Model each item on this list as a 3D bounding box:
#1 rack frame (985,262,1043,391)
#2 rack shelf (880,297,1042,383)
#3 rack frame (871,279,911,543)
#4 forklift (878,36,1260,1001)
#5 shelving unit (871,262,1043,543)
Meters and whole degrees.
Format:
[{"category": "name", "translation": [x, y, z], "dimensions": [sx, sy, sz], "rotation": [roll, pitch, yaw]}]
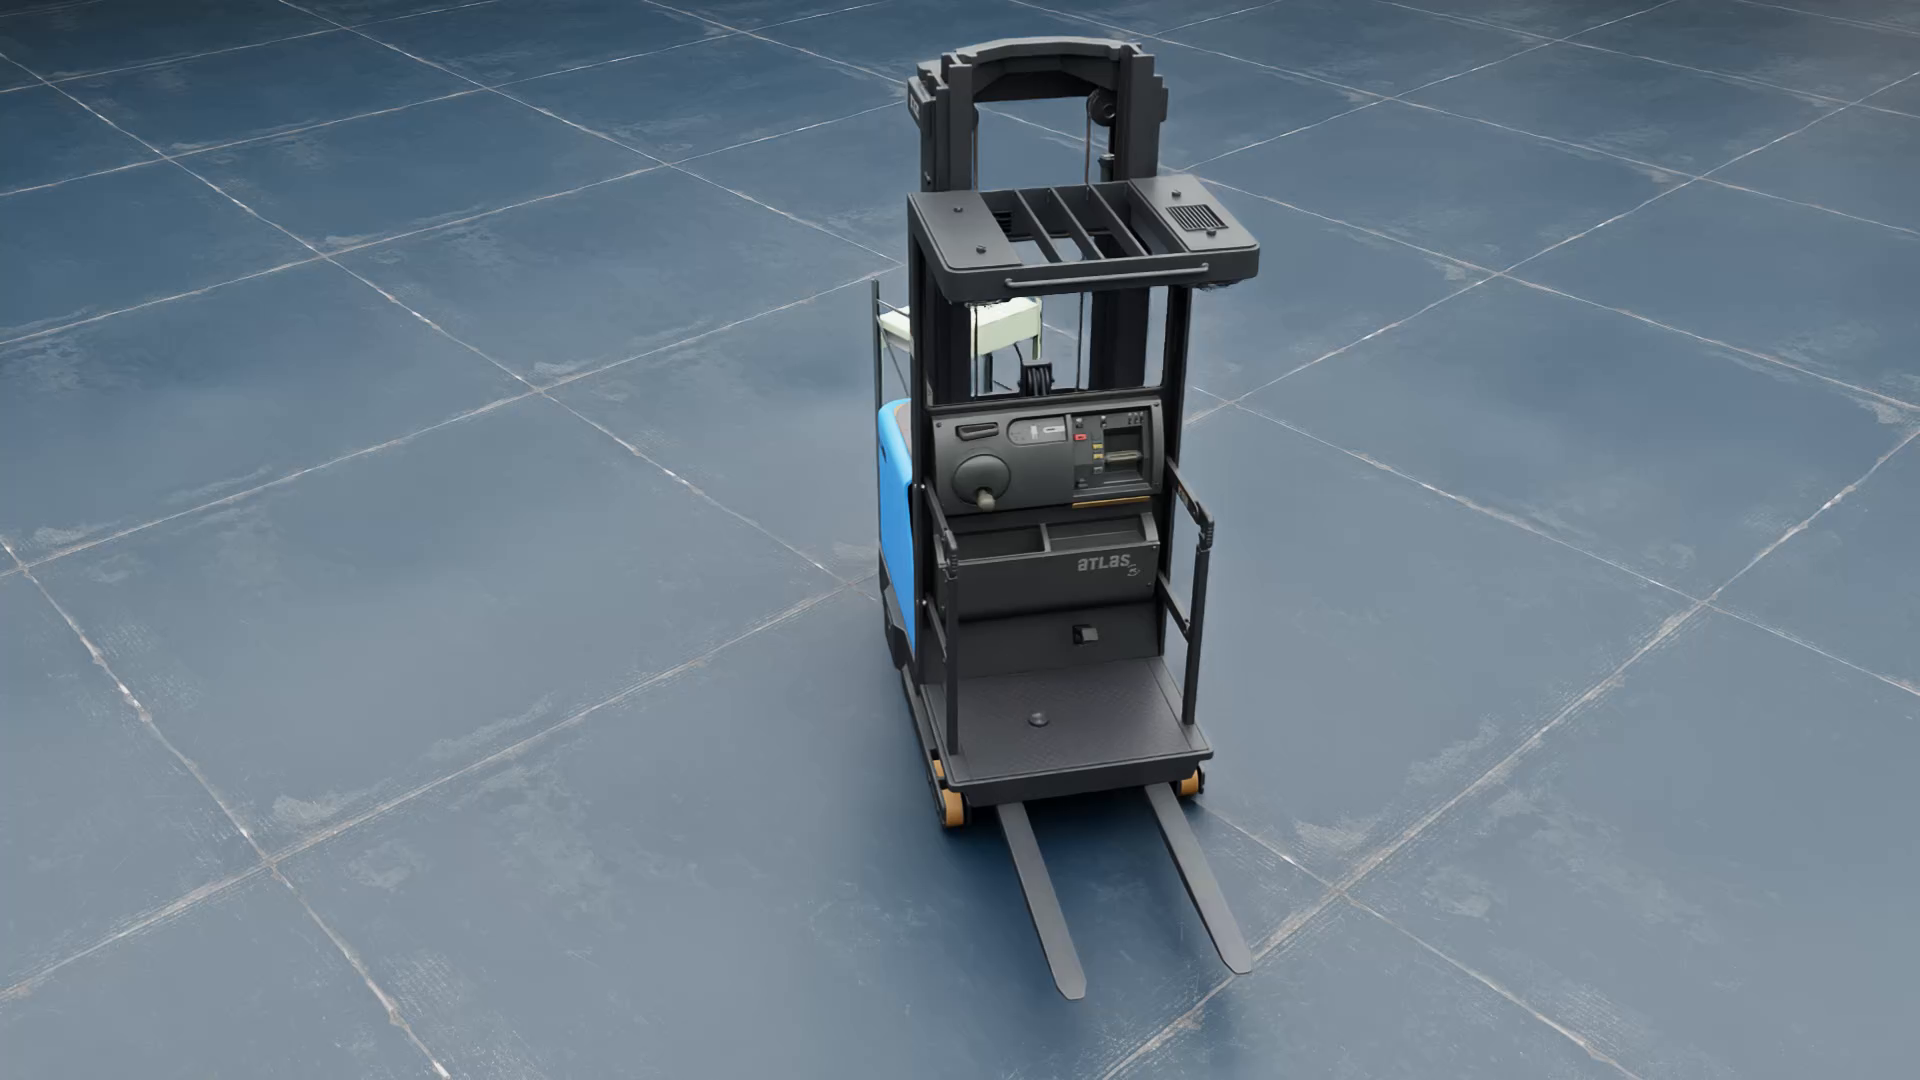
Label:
[{"category": "rack frame", "translation": [0.269, -0.772, 8.575], "dimensions": [0.023, 1.500, 0.400], "rotation": [-24, 39, -34]}, {"category": "rack shelf", "translation": [-0.007, -0.980, 8.167], "dimensions": [0.720, 0.370, 0.431], "rotation": [-24, 39, -34]}, {"category": "rack frame", "translation": [-0.283, -0.522, 8.166], "dimensions": [0.023, 1.500, 0.400], "rotation": [-24, 39, -34]}, {"category": "forklift", "translation": [0.399, -0.283, 6.403], "dimensions": [1.130, 2.935, 3.031], "rotation": [-6, 32, -10]}, {"category": "shelving unit", "translation": [-0.007, -0.647, 8.370], "dimensions": [0.755, 1.500, 0.431], "rotation": [-24, 39, -34]}]
